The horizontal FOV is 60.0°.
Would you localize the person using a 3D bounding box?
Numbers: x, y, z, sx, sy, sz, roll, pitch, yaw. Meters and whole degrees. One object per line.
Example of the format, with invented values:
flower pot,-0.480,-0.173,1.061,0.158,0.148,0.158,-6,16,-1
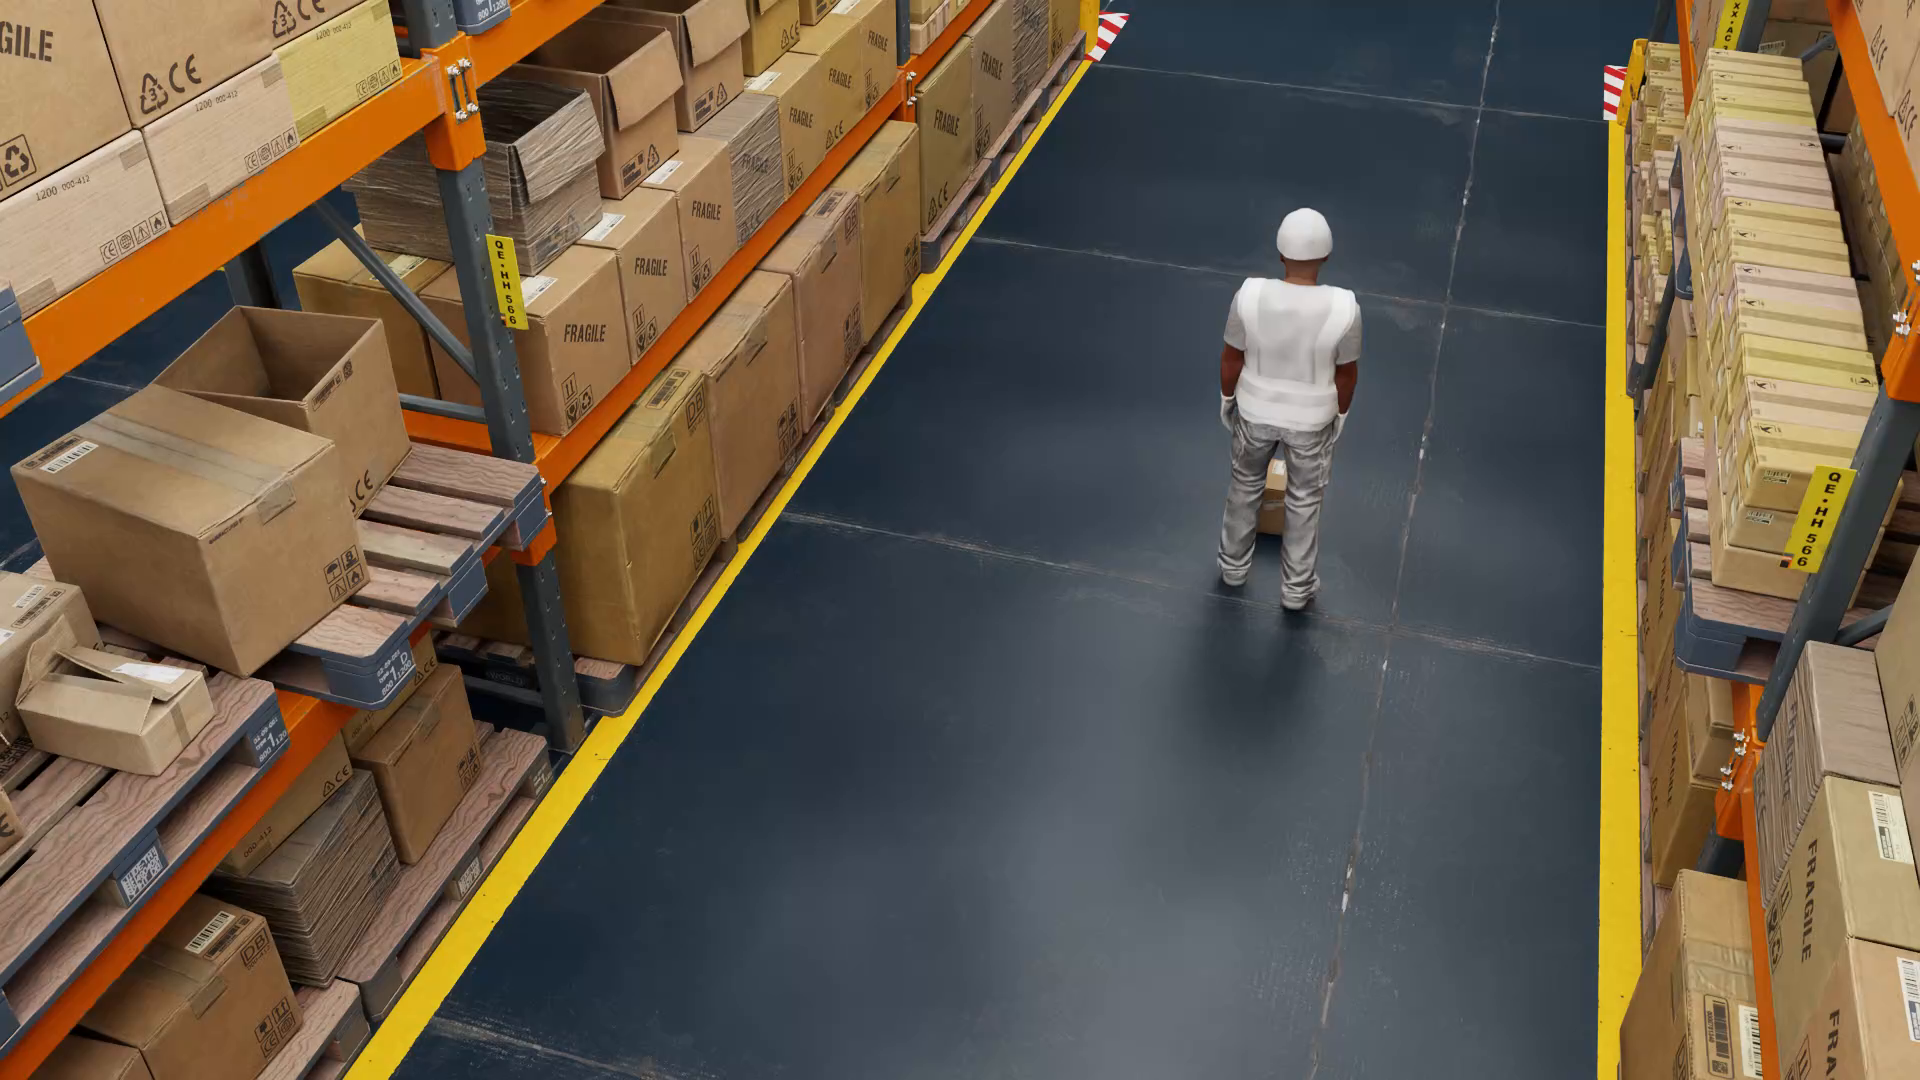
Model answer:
person,1.336,-0.533,6.874,0.548,1.804,0.398,11,38,14
